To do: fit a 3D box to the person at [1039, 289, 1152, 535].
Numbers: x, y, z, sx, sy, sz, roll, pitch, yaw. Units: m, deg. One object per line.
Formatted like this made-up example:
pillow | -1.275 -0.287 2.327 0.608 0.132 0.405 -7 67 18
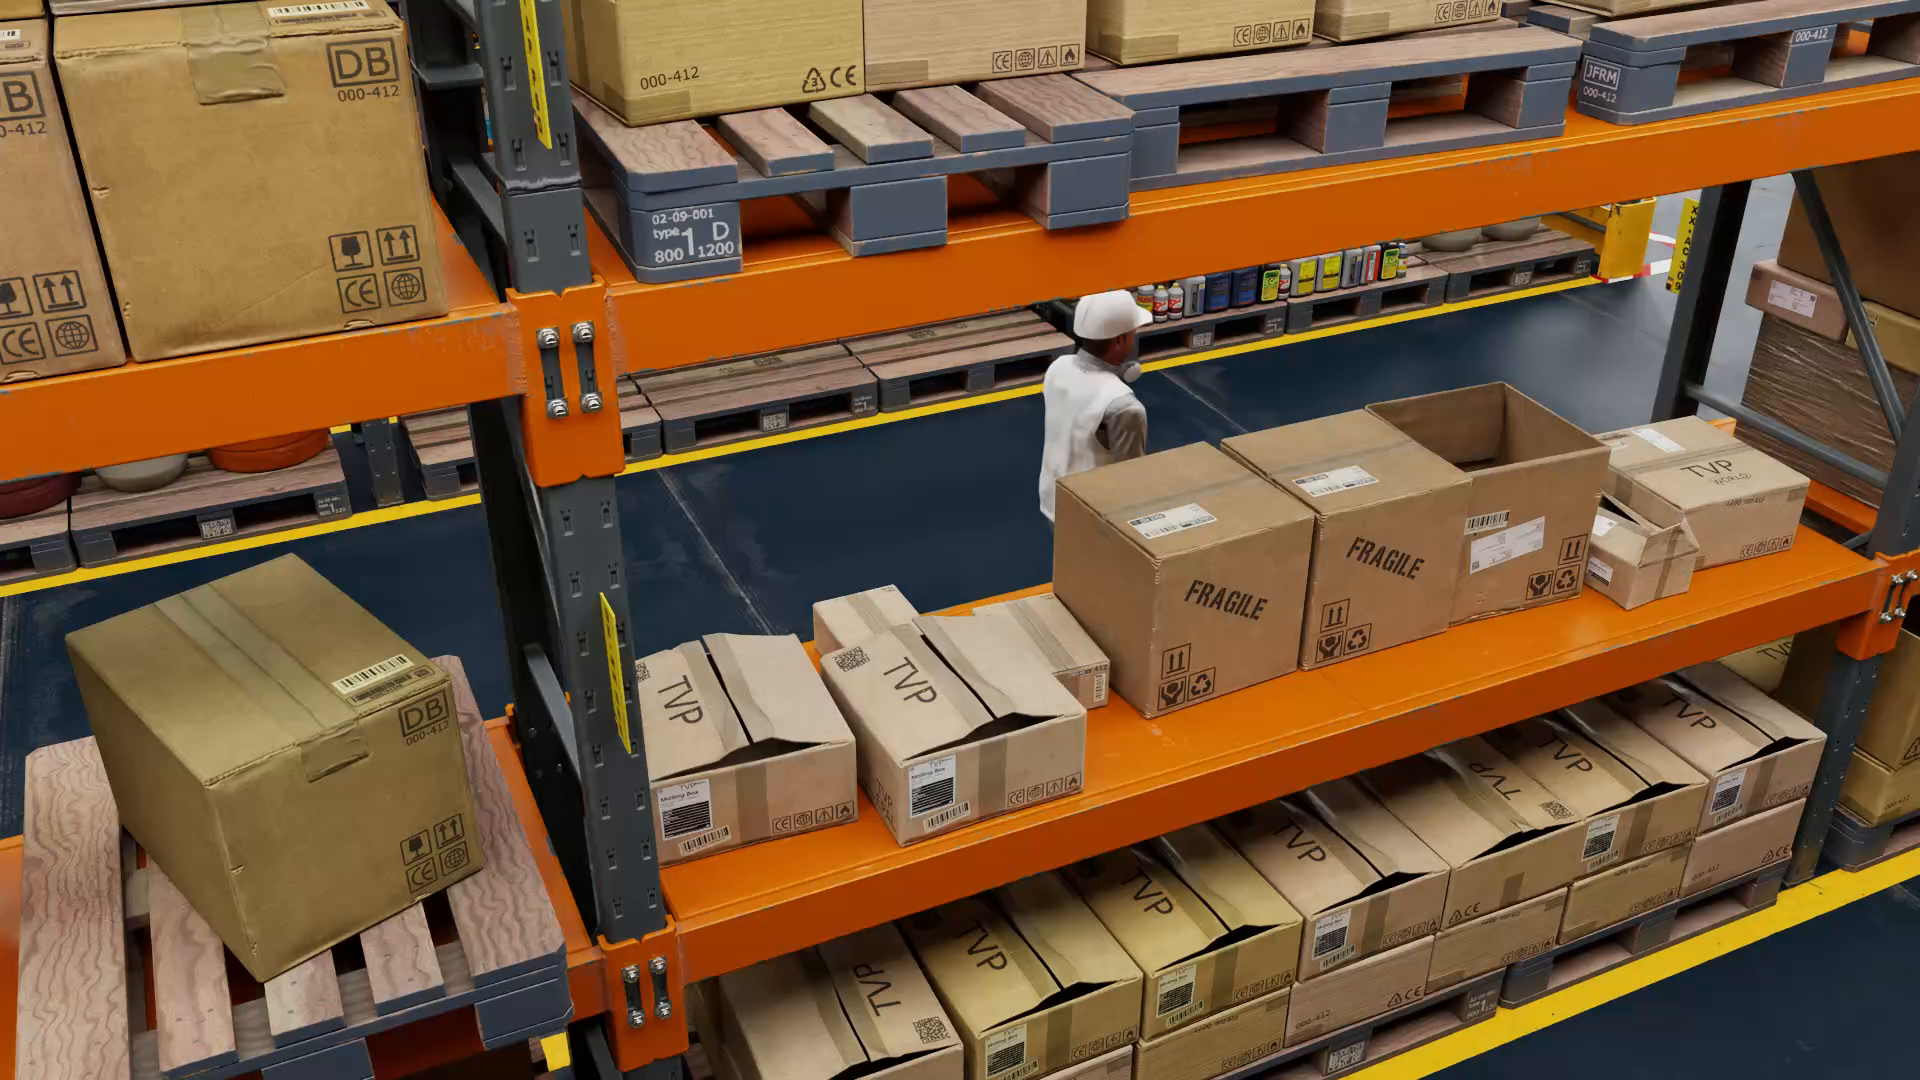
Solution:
person | 0.542 -0.120 6.306 0.470 1.779 0.546 -14 32 -23
